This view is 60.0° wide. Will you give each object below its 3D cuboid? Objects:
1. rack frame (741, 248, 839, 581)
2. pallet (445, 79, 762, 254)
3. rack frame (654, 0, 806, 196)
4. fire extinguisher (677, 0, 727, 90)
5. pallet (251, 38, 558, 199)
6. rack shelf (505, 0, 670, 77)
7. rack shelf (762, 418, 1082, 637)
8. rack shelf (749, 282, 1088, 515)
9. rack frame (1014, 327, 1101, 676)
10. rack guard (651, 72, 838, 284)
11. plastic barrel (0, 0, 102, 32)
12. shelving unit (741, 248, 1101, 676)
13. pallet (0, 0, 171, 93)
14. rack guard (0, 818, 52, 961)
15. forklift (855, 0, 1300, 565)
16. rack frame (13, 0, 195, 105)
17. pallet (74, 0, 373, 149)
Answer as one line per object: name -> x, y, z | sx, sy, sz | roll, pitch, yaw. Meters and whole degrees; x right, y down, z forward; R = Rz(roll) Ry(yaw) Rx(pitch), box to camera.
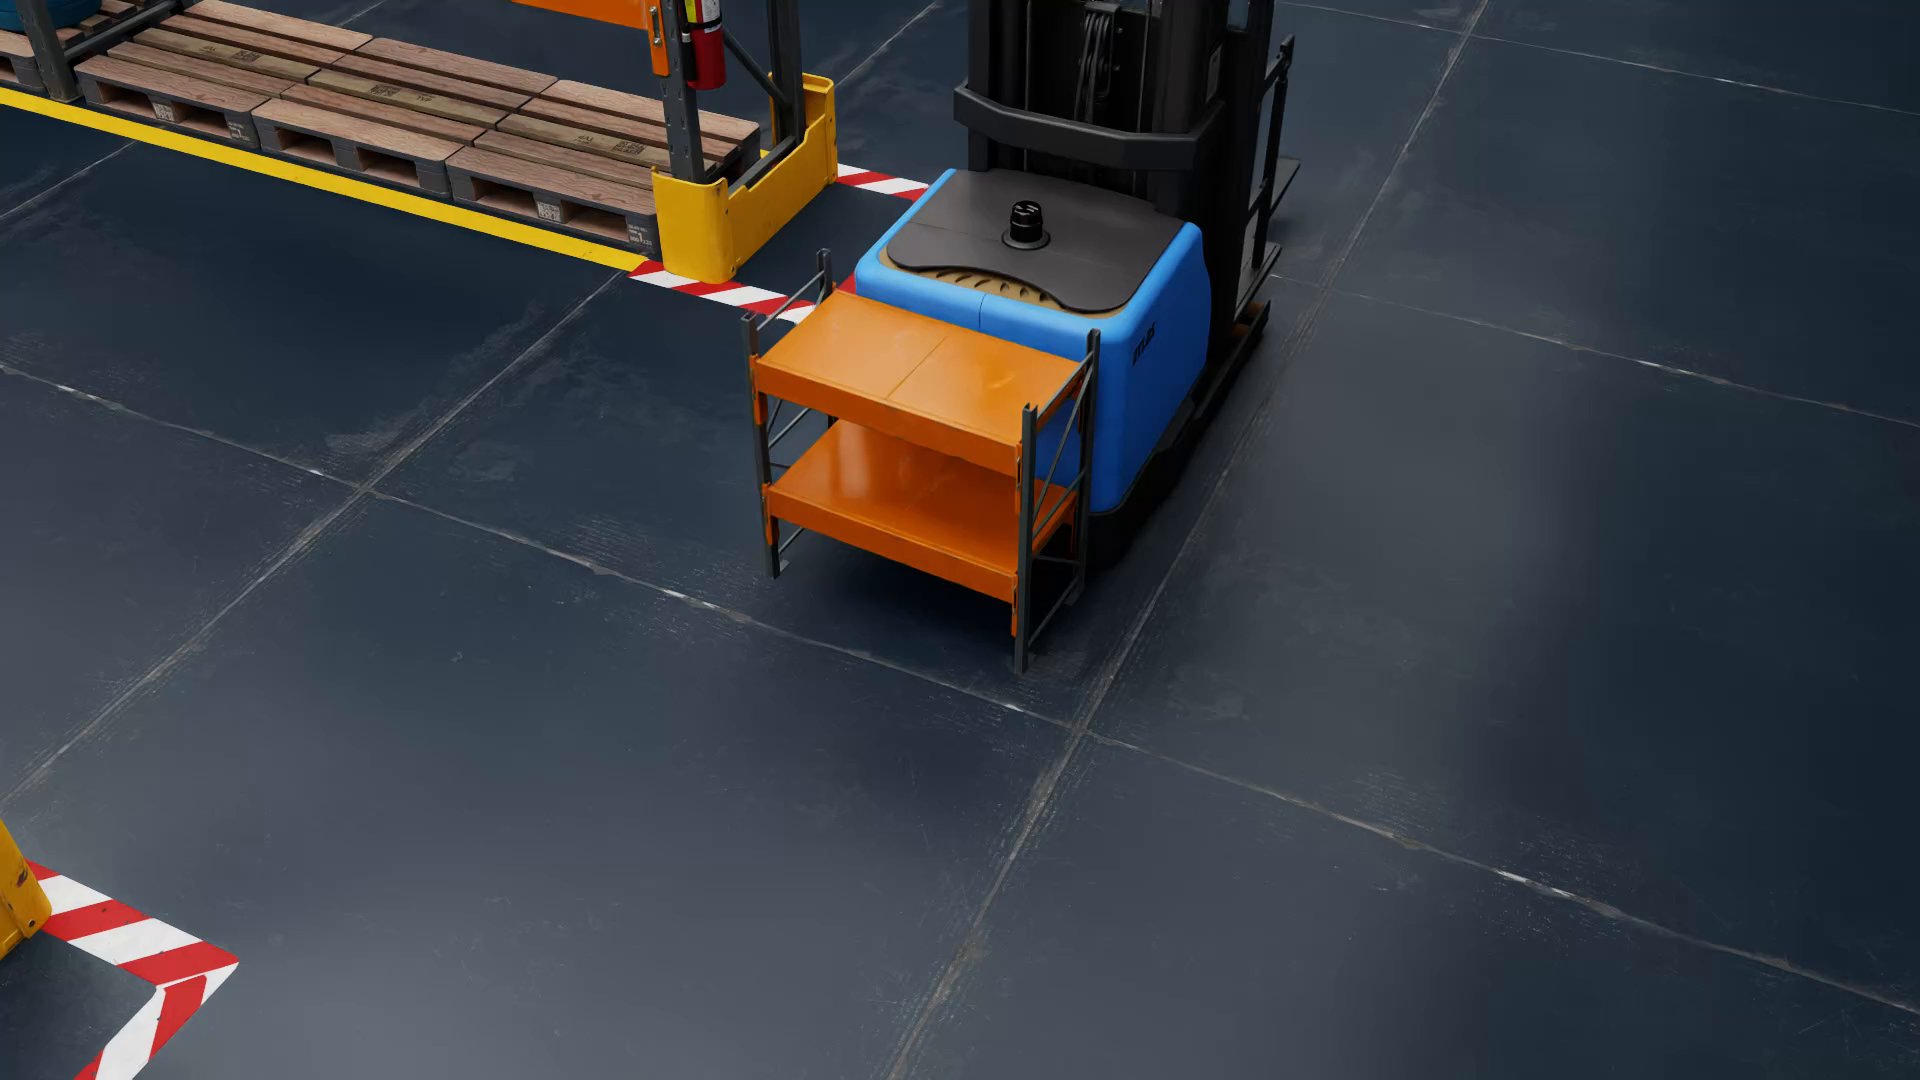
rack frame -> -0.574, -0.425, 5.882 | 0.032, 1.125, 0.500 | 20, 45, 21
pallet -> -1.751, -1.878, 8.255 | 1.213, 0.211, 1.003 | 17, 44, 19
rack frame -> -1.020, -2.680, 7.052 | 0.127, 3.000, 1.000 | 17, 44, 19
fire extinguisher -> -1.075, -2.198, 6.840 | 0.183, 0.674, 0.296 | 17, 44, 19
pallet -> -2.852, -2.216, 8.646 | 1.213, 0.211, 1.003 | 17, 44, 19
rack shelf -> -2.832, -2.962, 7.926 | 4.000, 0.370, 1.077 | 17, 44, 19
rack shelf -> -0.128, -0.081, 5.858 | 1.000, 0.278, 0.538 | 20, 45, 21
rack shelf -> -0.128, -0.487, 5.506 | 1.000, 0.278, 0.538 | 20, 45, 21
rack frame -> 0.319, -0.107, 5.514 | 0.032, 1.125, 0.500 | 20, 45, 21
rack guard -> -0.992, -1.737, 7.872 | 0.348, 0.500, 1.175 | 17, 44, 19
plastic barrel -> -5.130, -3.314, 9.065 | 0.708, 0.901, 0.600 | 17, 44, 19
shelving unit -> -0.128, -0.266, 5.698 | 1.048, 1.125, 0.538 | 20, 45, 21
pallet -> -5.326, -2.972, 9.518 | 1.213, 0.211, 1.003 | 17, 44, 19
rack guard -> -3.092, 1.211, 4.471 | 0.348, 0.500, 1.175 | 17, 44, 19
forklift -> 0.700, -1.981, 6.298 | 1.130, 2.935, 3.031 | 17, 44, 19
rack frame -> -4.645, -3.788, 8.330 | 0.127, 3.000, 1.000 | 17, 44, 19
pallet -> -3.962, -2.553, 9.035 | 1.213, 0.211, 1.003 | 17, 44, 19
